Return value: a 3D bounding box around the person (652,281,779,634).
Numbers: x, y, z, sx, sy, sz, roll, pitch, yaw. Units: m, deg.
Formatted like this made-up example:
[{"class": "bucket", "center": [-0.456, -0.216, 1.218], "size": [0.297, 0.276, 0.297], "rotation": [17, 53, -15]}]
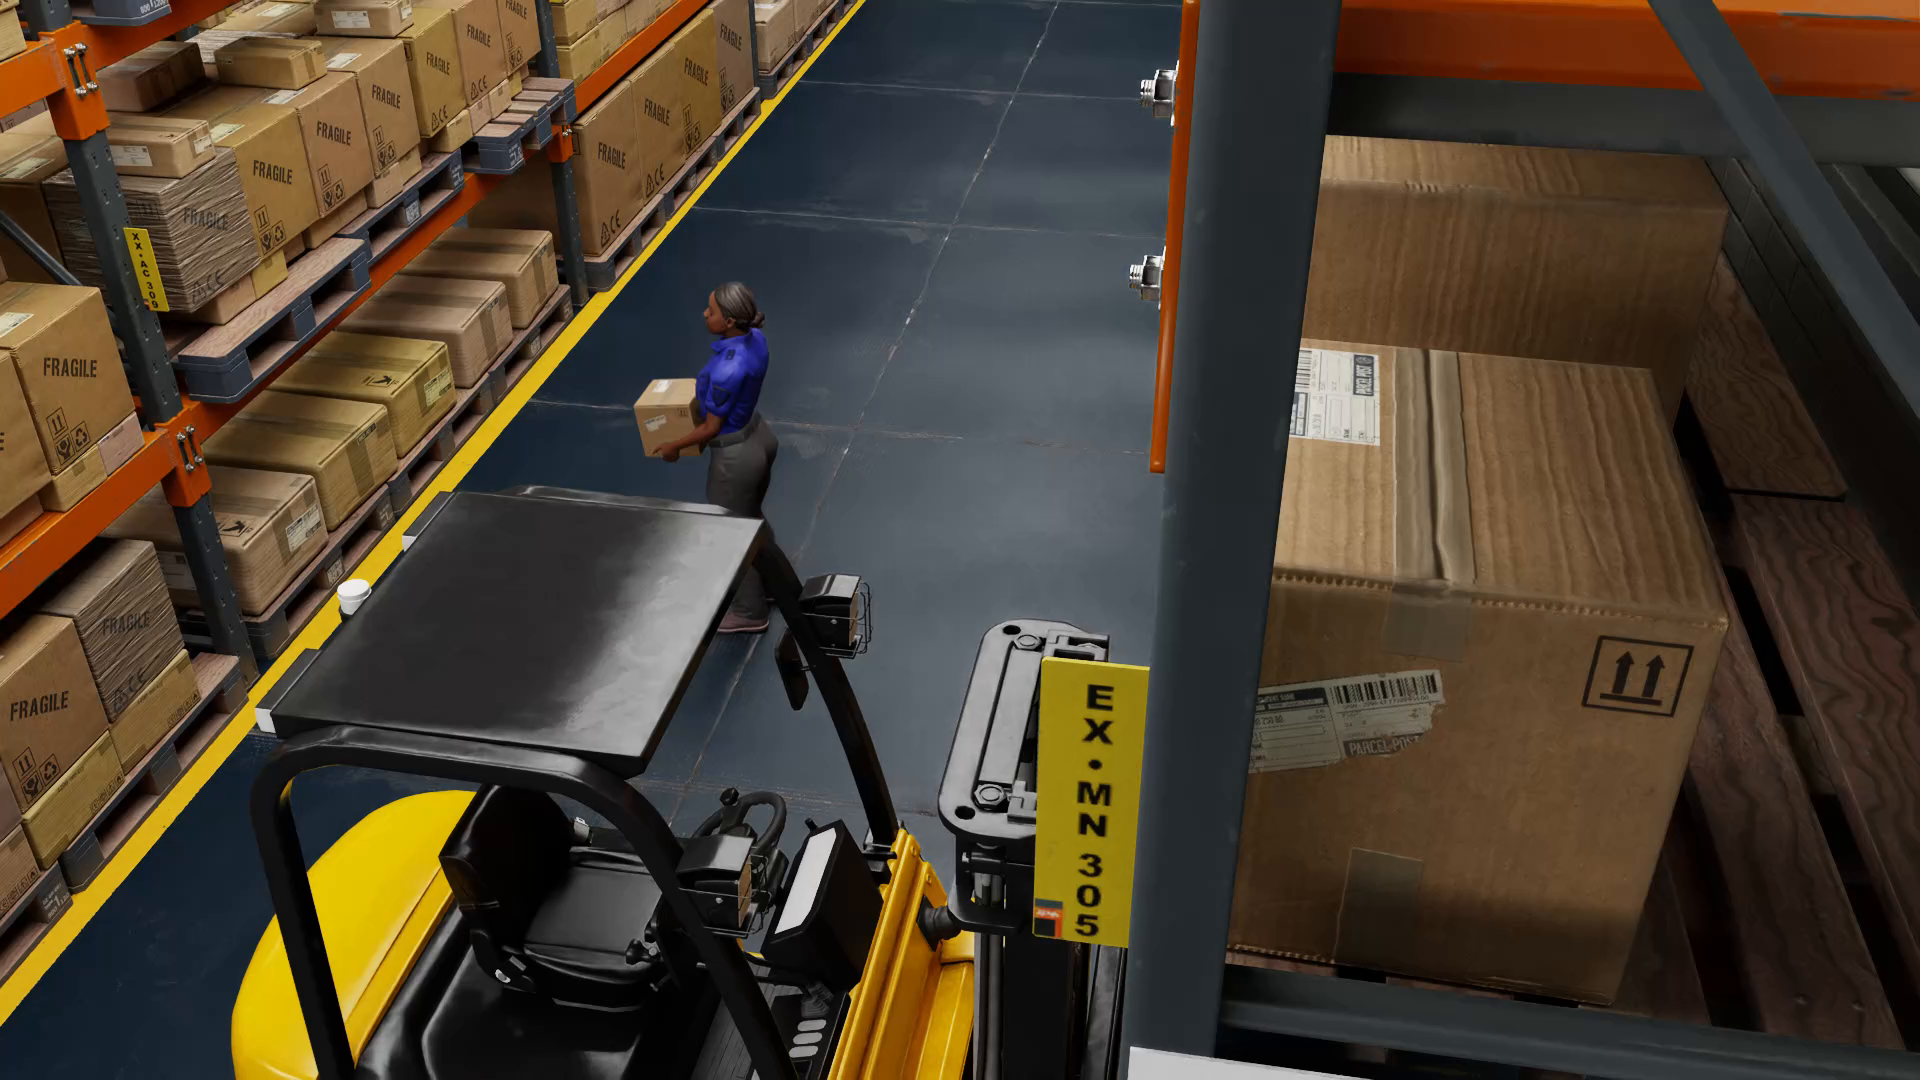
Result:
[{"class": "person", "center": [-1.047, -0.366, 7.224], "size": [0.503, 1.654, 0.450], "rotation": [6, 33, 9]}]
